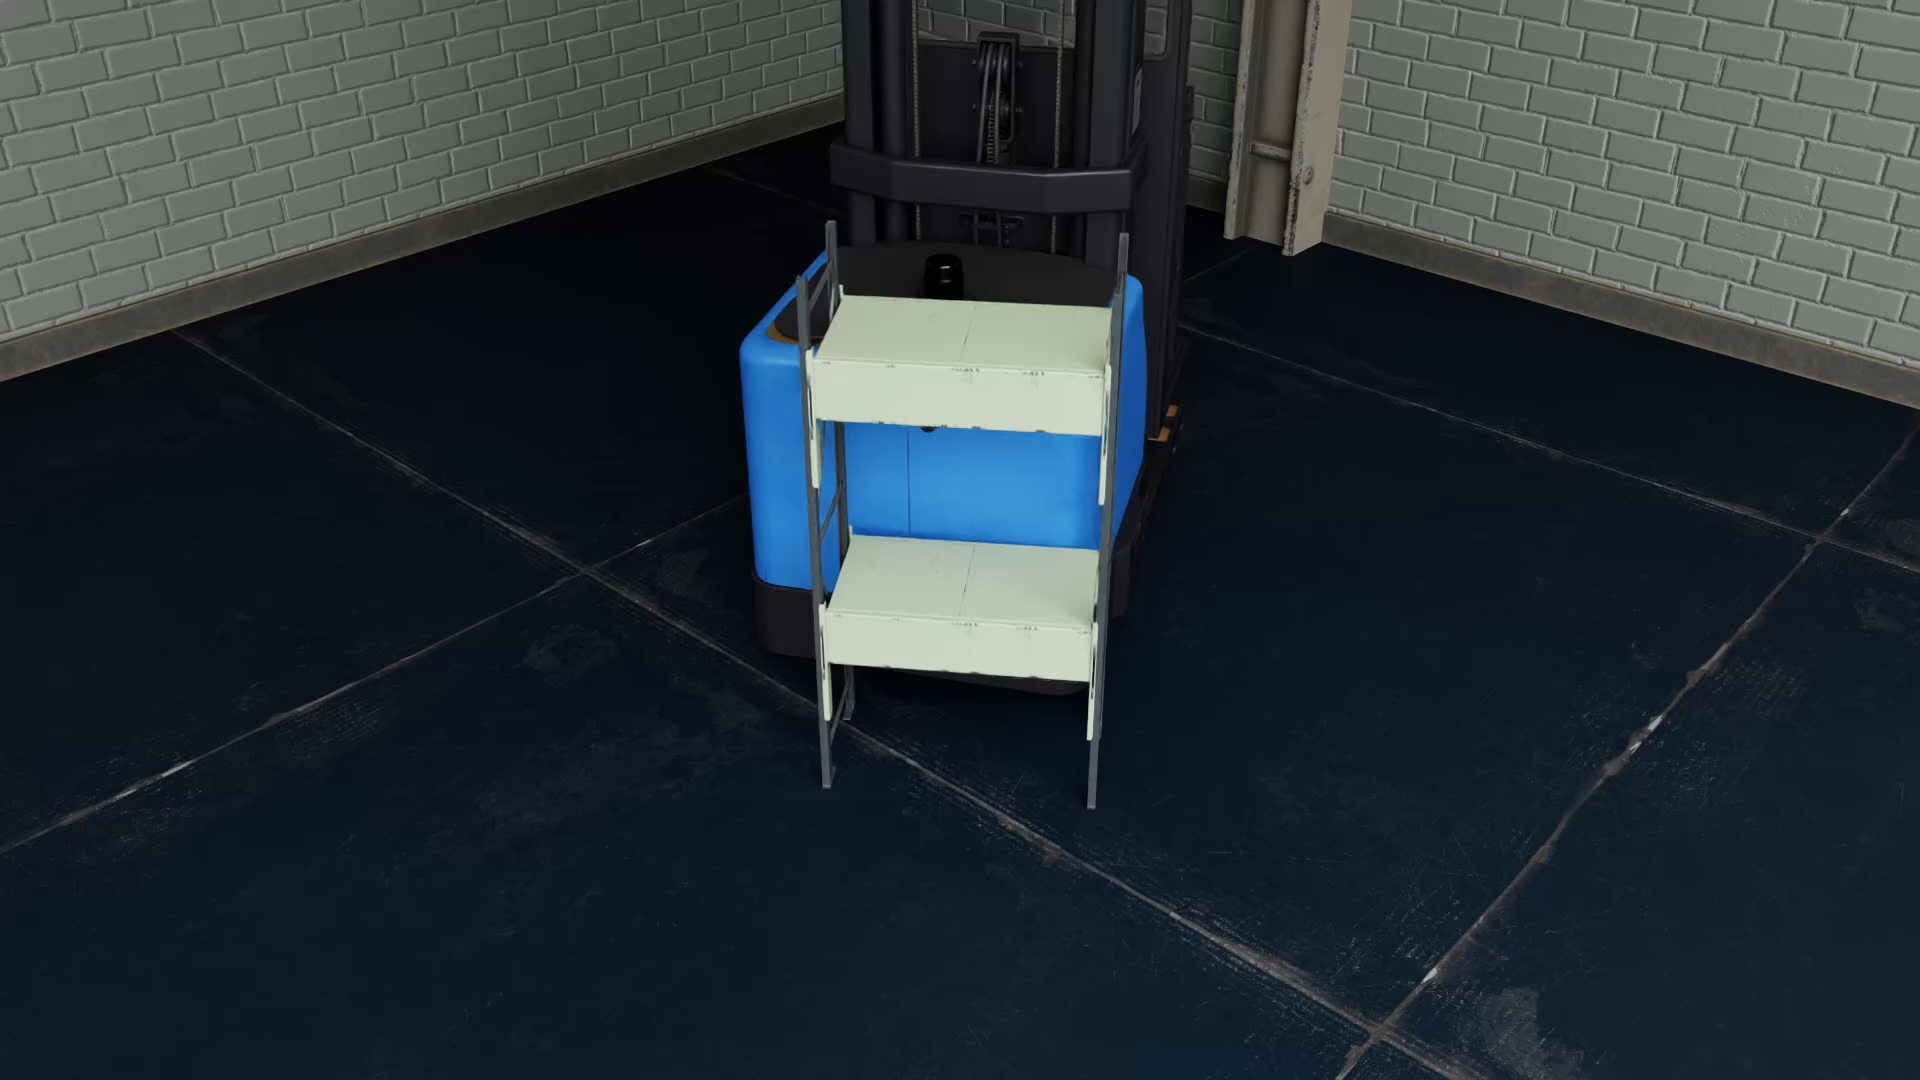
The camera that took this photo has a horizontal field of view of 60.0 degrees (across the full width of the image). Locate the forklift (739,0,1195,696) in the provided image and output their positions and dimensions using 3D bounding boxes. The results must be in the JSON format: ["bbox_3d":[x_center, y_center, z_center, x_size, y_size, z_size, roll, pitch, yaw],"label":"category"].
[{"bbox_3d":[0.234,-1.551,5.484,1.130,2.935,3.031,8,32,12],"label":"forklift"}]

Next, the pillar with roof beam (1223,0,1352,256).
[{"bbox_3d":[-1.338,-3.703,3.176,0.400,9.000,9.100,25,39,35],"label":"pillar with roof beam"}]

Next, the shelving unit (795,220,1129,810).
[{"bbox_3d":[0.018,-0.035,4.352,0.755,1.500,0.431,4,31,6],"label":"shelving unit"}]

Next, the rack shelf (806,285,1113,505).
[{"bbox_3d":[0.018,-0.370,4.152,0.720,0.370,0.431,4,31,6],"label":"rack shelf"}]

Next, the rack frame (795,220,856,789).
[{"bbox_3d":[-0.346,-0.058,4.390,0.023,1.500,0.400,4,31,6],"label":"rack frame"}]

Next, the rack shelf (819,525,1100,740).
[{"bbox_3d":[0.018,0.245,4.519,0.720,0.370,0.431,4,31,6],"label":"rack shelf"}]

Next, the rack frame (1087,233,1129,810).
[{"bbox_3d":[0.381,-0.012,4.314,0.023,1.500,0.400,4,31,6],"label":"rack frame"}]
